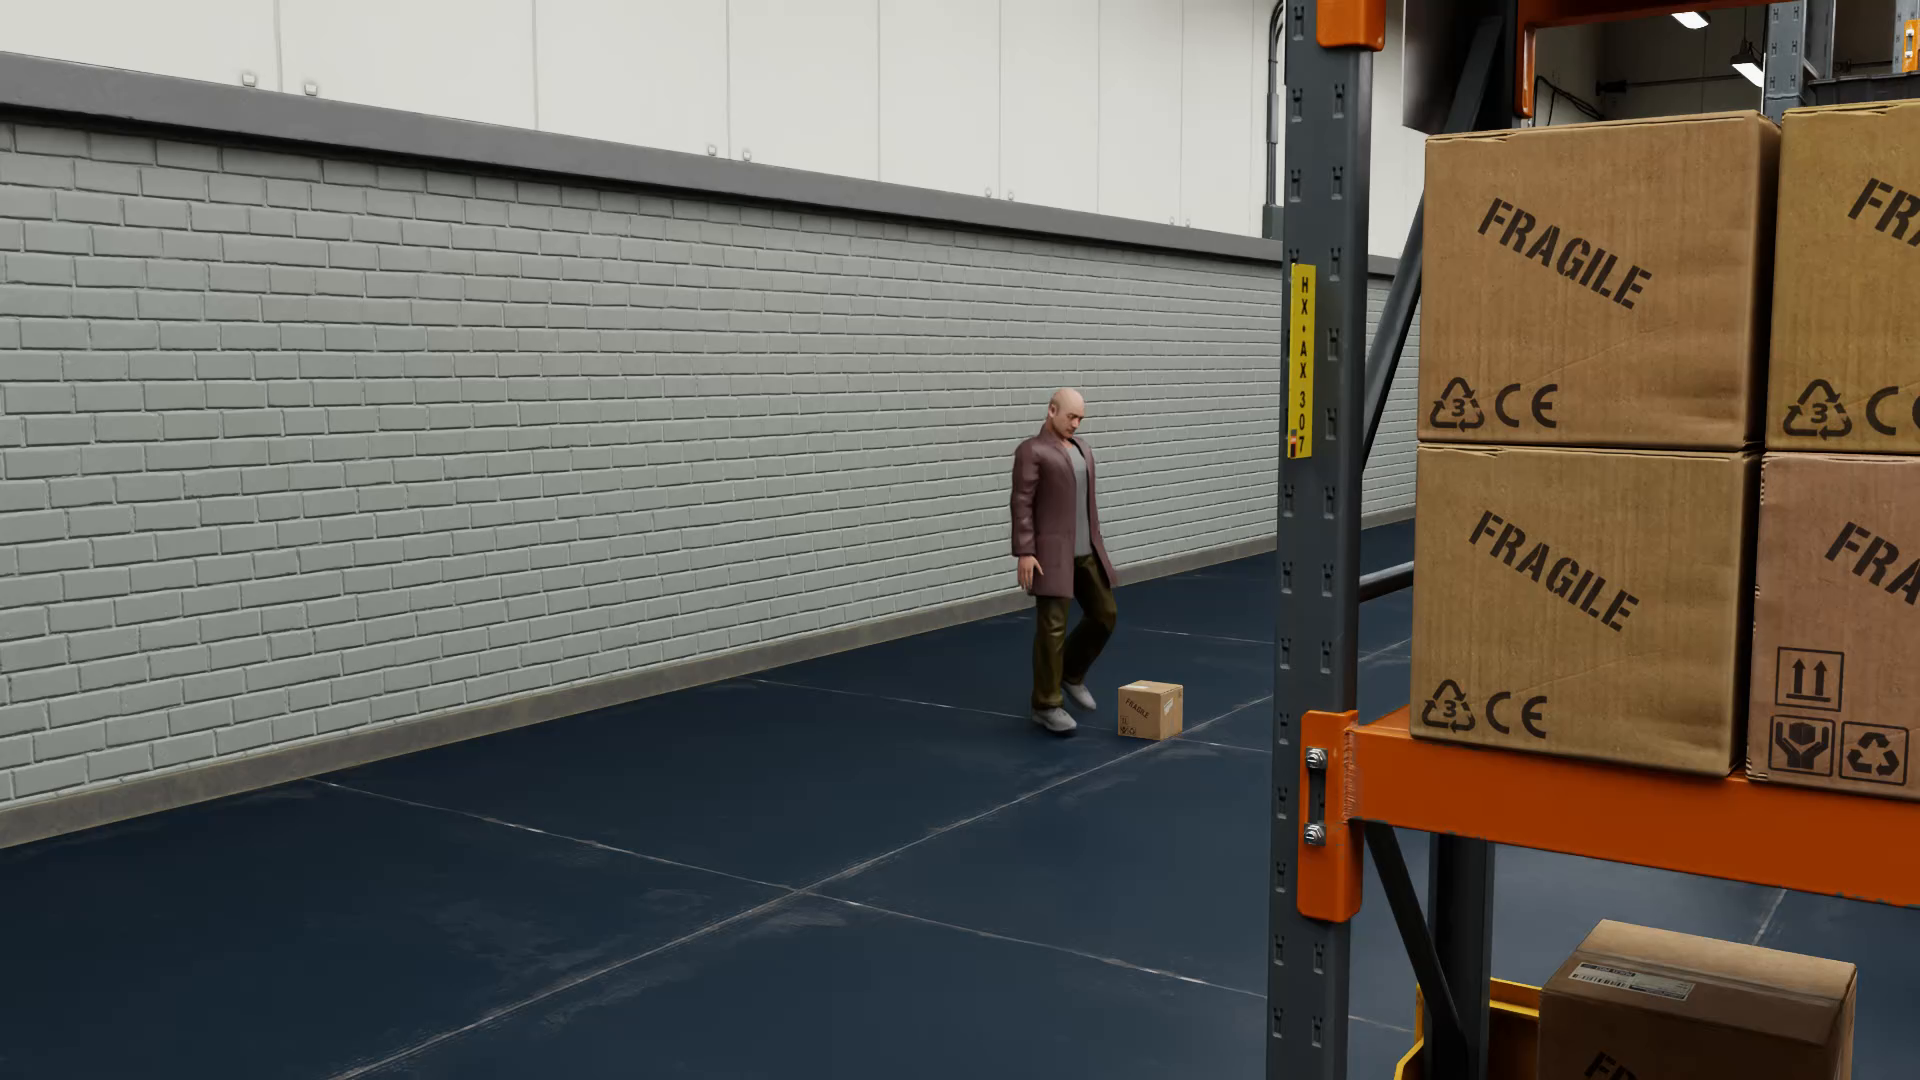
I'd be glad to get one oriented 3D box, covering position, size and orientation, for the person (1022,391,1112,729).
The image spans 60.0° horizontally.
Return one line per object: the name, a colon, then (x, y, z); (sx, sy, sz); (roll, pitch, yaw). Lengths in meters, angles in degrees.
person: (0.583, 0.097, 8.873); (0.390, 1.775, 0.564); (4, 8, 35)
